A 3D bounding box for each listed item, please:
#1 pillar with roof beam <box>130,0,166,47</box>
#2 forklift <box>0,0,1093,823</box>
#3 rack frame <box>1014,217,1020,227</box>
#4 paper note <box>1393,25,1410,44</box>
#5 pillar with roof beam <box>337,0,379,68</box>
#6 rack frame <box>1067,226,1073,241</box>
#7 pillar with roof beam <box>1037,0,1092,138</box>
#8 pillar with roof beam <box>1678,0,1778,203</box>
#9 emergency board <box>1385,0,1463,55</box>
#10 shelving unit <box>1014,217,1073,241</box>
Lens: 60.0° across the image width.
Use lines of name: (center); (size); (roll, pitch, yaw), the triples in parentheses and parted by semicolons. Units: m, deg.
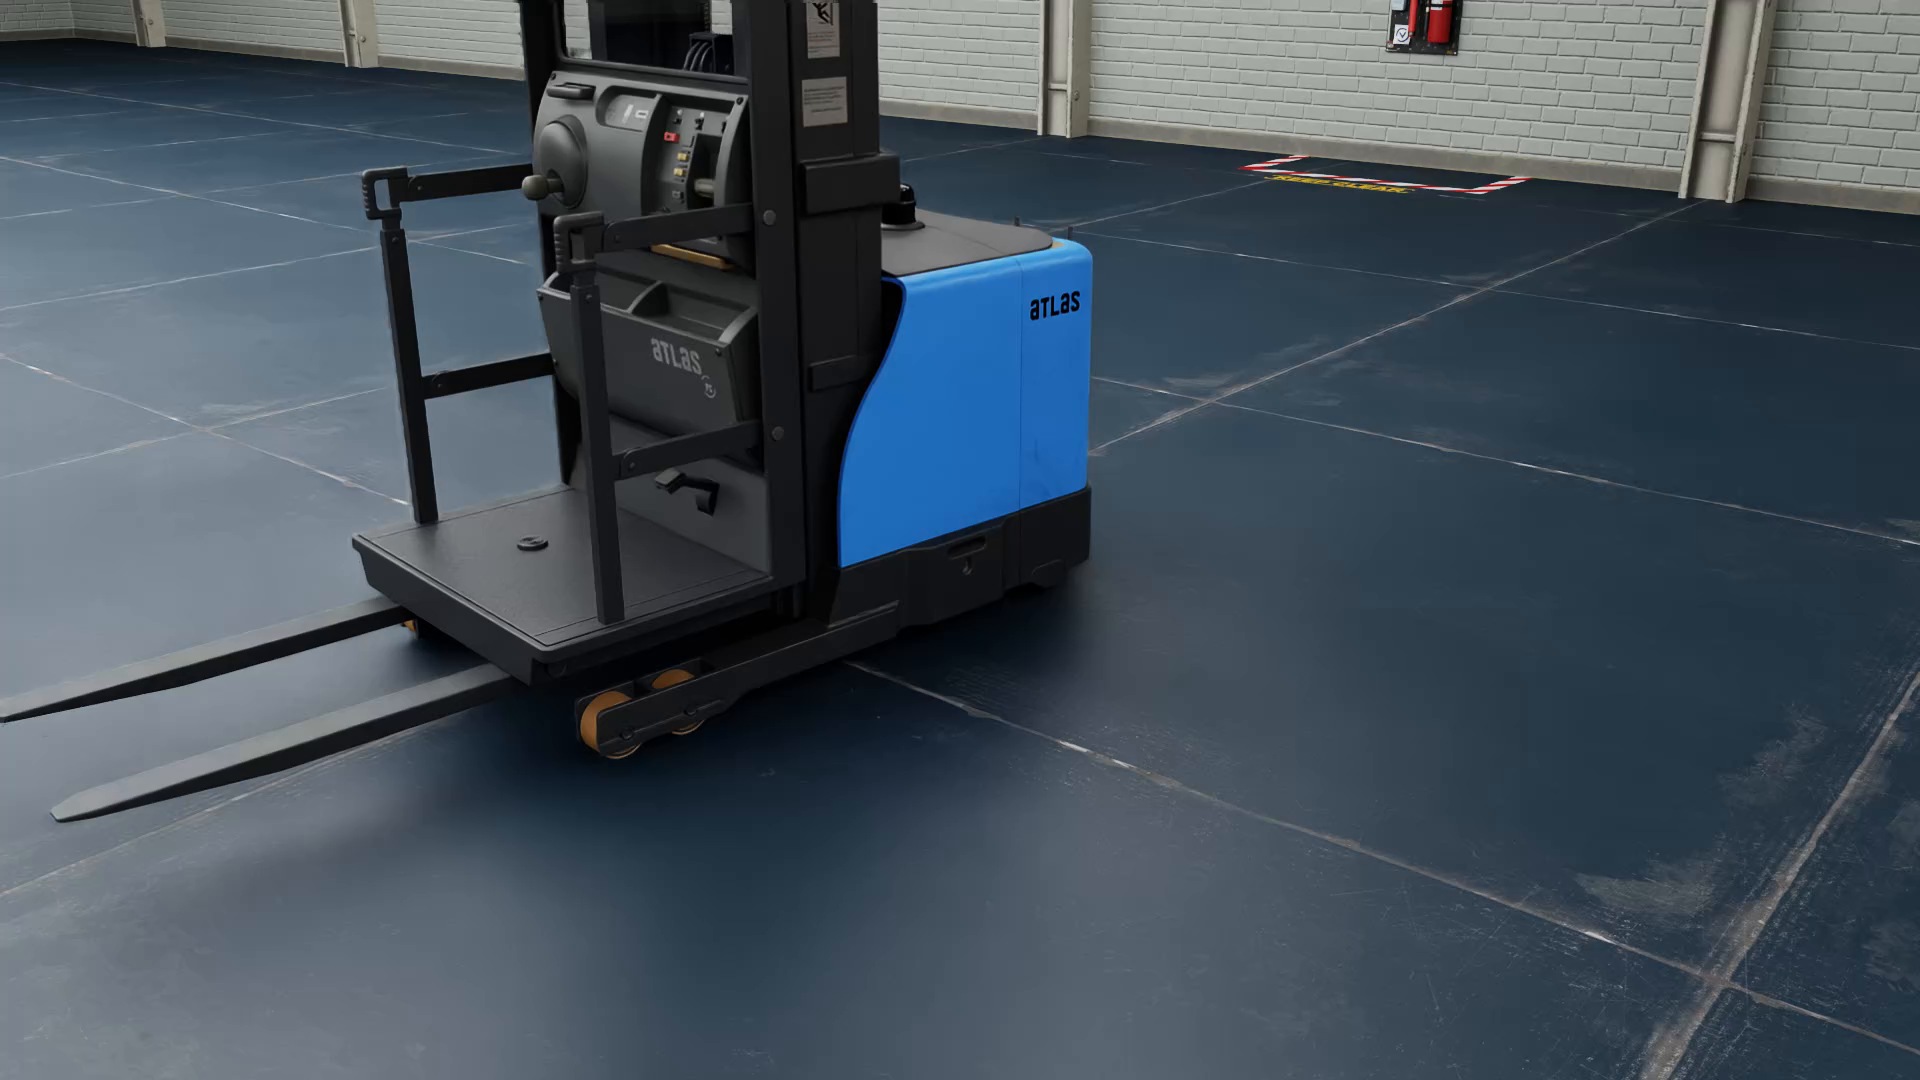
pillar with roof beam: (-15.674, -10.958, 21.973); (0.400, 9.000, 9.100); (16, 26, 36)
forklift: (-1.007, -1.025, 4.233); (3.031, 2.935, 1.130); (-18, 27, -40)
rack frame: (0.124, -0.565, 5.678); (0.200, 1.050, 0.008); (-18, 27, -40)
paper note: (3.658, -4.181, 13.753); (0.142, 0.148, 0.016); (16, 26, 36)
pillar with roof beam: (-11.026, -9.619, 18.423); (0.400, 9.000, 9.100); (16, 26, 36)
rack frame: (0.290, -0.502, 5.511); (0.200, 1.050, 0.008); (-18, 27, -40)
pillar with roof beam: (-1.729, -6.942, 11.324); (0.400, 9.000, 9.100); (16, 26, 36)
pillar with roof beam: (2.919, -5.603, 7.774); (0.400, 9.000, 9.100); (16, 26, 36)
emergency board: (3.751, -4.535, 13.443); (0.643, 1.169, 0.194); (16, 26, 36)
shelving unit: (0.207, -0.533, 5.595); (0.215, 1.050, 0.252); (-18, 27, -40)
